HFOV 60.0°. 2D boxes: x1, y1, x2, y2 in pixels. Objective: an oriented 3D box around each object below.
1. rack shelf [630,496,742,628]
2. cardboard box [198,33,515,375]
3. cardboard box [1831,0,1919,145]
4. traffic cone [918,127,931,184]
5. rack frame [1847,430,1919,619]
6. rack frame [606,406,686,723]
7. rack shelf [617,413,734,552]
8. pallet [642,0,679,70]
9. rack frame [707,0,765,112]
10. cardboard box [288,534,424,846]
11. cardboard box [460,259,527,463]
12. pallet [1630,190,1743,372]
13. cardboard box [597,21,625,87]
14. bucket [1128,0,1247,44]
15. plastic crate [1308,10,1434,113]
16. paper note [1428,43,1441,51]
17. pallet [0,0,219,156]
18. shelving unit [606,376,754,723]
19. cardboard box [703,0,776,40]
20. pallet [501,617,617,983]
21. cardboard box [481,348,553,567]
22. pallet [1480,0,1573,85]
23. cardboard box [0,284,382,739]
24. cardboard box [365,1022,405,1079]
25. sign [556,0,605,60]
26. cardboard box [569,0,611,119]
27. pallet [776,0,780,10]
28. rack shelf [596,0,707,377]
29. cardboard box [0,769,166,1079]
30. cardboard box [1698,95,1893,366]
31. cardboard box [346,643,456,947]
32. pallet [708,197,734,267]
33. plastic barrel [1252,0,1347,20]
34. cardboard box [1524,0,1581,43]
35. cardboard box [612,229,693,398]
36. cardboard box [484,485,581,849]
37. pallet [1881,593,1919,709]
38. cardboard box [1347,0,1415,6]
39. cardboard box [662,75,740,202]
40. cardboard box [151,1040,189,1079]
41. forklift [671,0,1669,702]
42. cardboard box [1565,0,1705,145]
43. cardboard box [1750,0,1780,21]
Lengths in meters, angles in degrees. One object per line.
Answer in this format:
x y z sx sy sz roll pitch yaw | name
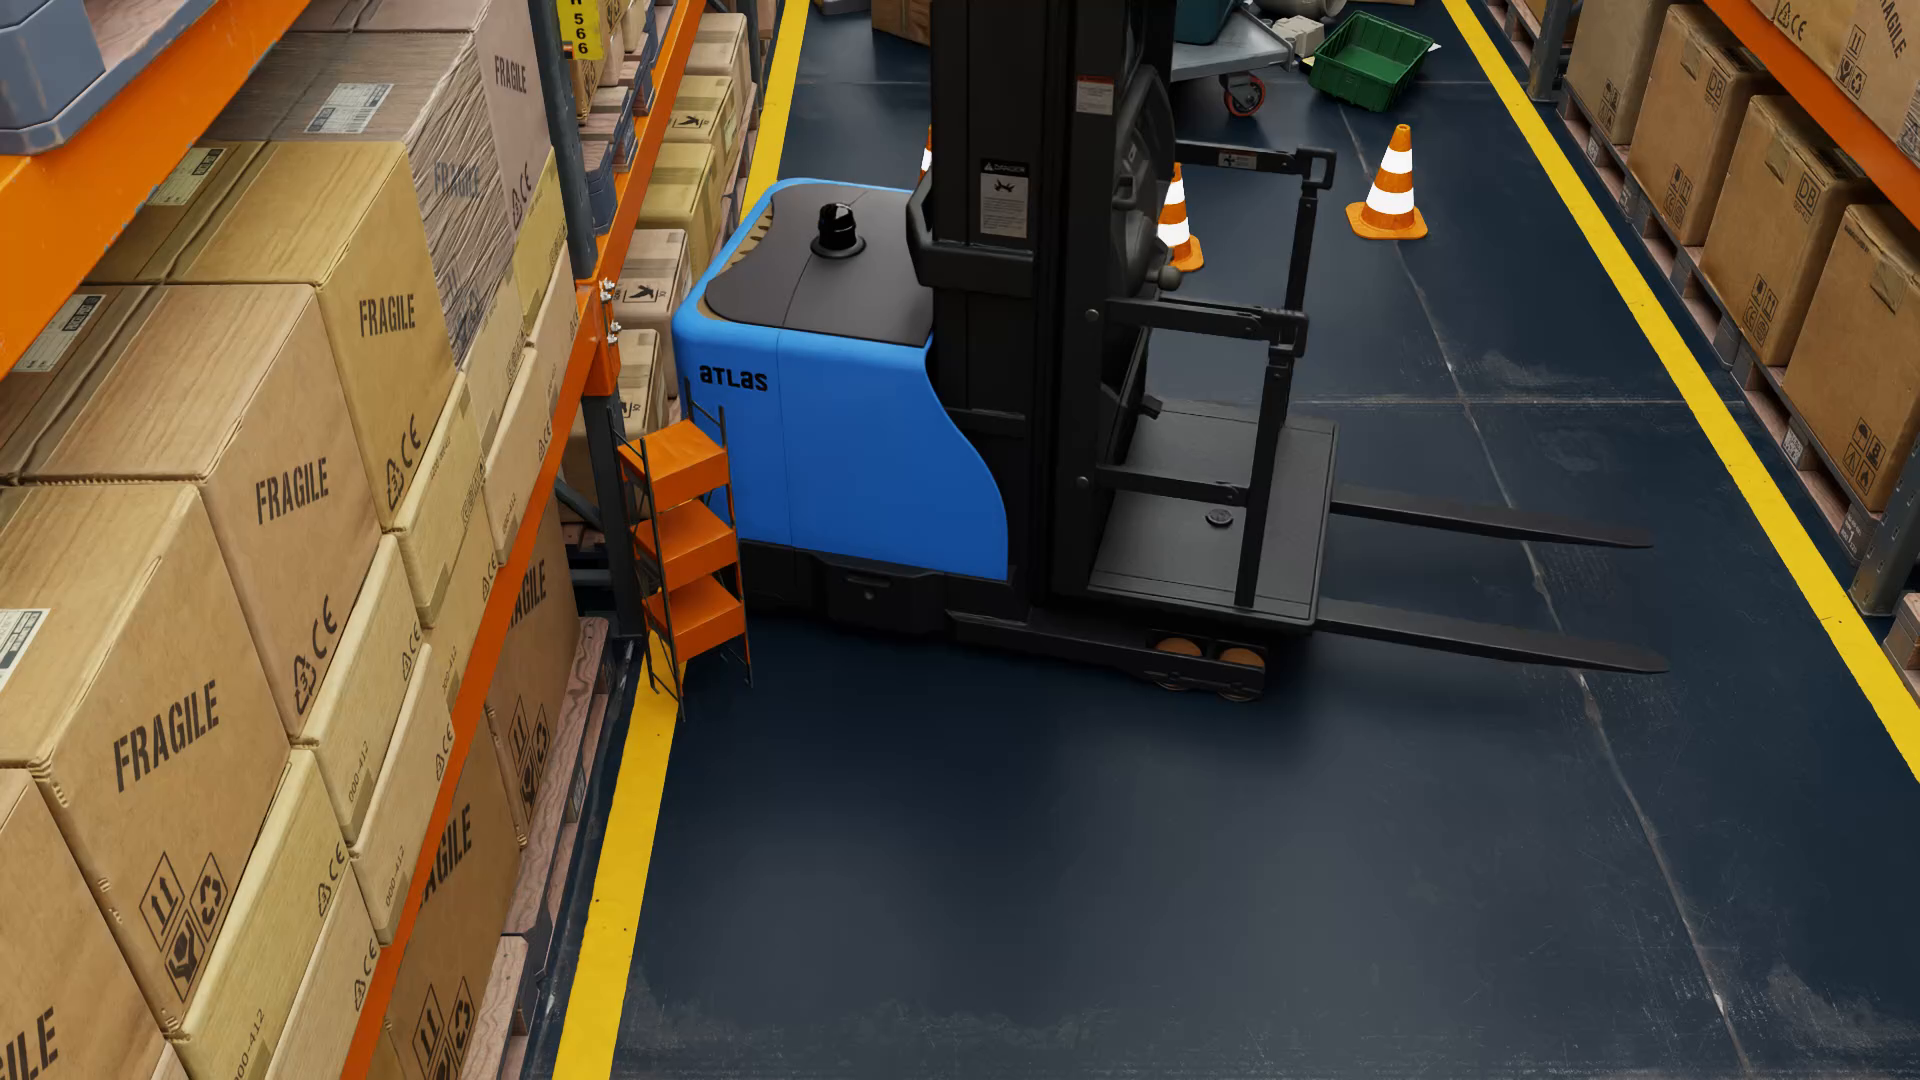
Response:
-0.803 0.057 4.856 0.240 0.259 0.215 -26 45 -29 | rack shelf
-1.231 -0.672 3.311 0.500 0.500 0.500 1 39 1 | cardboard box
3.179 -1.586 5.251 0.500 0.500 0.500 0 39 0 | cardboard box
-0.106 -1.624 7.407 0.336 0.463 0.334 0 39 0 | traffic cone
3.448 -0.954 4.542 1.000 3.000 0.127 0 39 0 | rack frame
-0.899 0.096 4.791 0.008 1.050 0.200 -26 45 -29 | rack frame
-0.803 -0.165 4.679 0.240 0.259 0.215 -26 45 -29 | rack shelf
-1.546 -2.050 6.063 1.003 0.211 1.213 0 39 0 | pallet
-1.507 -3.389 7.580 1.000 3.000 0.127 0 39 0 | rack frame
-1.222 0.245 2.766 0.500 0.250 0.500 -1 39 -1 | cardboard box
-1.243 -0.400 3.571 0.500 0.250 0.500 -1 39 -1 | cardboard box
3.523 -1.120 6.979 1.003 0.211 1.213 0 39 0 | pallet
-1.238 -1.504 5.094 0.380 0.149 0.250 -2 39 -3 | cardboard box
1.137 -2.854 8.315 0.726 0.611 0.620 13 50 15 | bucket
2.133 -2.488 8.659 0.450 0.188 0.662 27 45 16 | plastic crate
2.537 -2.717 9.115 0.147 0.020 0.142 -28 46 -30 | paper note
-1.444 -0.882 2.204 1.003 0.211 1.213 2 39 2 | pallet
-0.803 0.049 4.850 0.252 1.050 0.215 -26 45 -29 | shelving unit
-1.238 -2.849 8.769 0.500 0.250 0.500 -2 39 -2 | cardboard box
-1.577 0.694 4.715 1.003 0.211 1.213 0 39 0 | pallet
-1.226 -0.193 3.712 0.500 0.250 0.500 1 39 1 | cardboard box
3.520 -2.843 9.128 1.003 0.211 1.213 0 39 0 | pallet
-1.244 -0.045 2.528 0.500 0.500 0.500 -1 39 -1 | cardboard box
-1.587 1.327 3.059 0.875 0.875 0.875 1 39 1 | cardboard box
-0.947 -1.341 4.099 0.100 0.325 0.005 0 39 0 | sign
-1.271 -1.488 4.554 0.500 0.500 0.500 -1 39 -1 | cardboard box
-1.547 -3.485 9.930 1.003 0.211 1.213 0 39 0 | pallet
-1.505 -1.857 6.244 1.077 0.370 4.000 0 39 0 | rack shelf
-1.239 0.592 1.734 0.500 0.500 0.500 0 39 0 | cardboard box
3.532 -1.167 6.271 1.050 0.750 0.750 1 39 1 | cardboard box
-1.212 0.441 2.921 0.500 0.250 0.500 -1 39 -1 | cardboard box
-1.500 -1.049 6.890 1.003 0.211 1.213 0 39 0 | pallet
1.908 -3.158 9.353 0.512 0.421 0.421 28 46 30 | plastic barrel
3.512 -3.183 8.687 0.875 0.875 0.875 1 39 1 | cardboard box
-1.502 -0.840 6.165 0.950 0.372 0.625 -1 39 -1 | cardboard box
-1.585 0.210 4.452 0.875 0.875 0.875 0 39 0 | cardboard box
3.447 0.623 4.804 1.003 0.211 1.213 0 39 0 | pallet
2.415 -3.451 9.654 0.500 0.500 0.500 6 39 8 | cardboard box
-1.500 -1.749 7.300 0.950 0.372 0.625 2 39 3 | cardboard box
-1.245 0.876 1.978 0.500 0.250 0.500 1 39 1 | cardboard box
0.707 -1.015 4.672 3.031 2.935 1.130 9 40 11 | forklift
3.534 -2.353 7.751 1.050 0.750 0.750 0 39 0 | cardboard box
3.174 -2.219 6.041 0.500 0.500 0.500 1 39 1 | cardboard box
